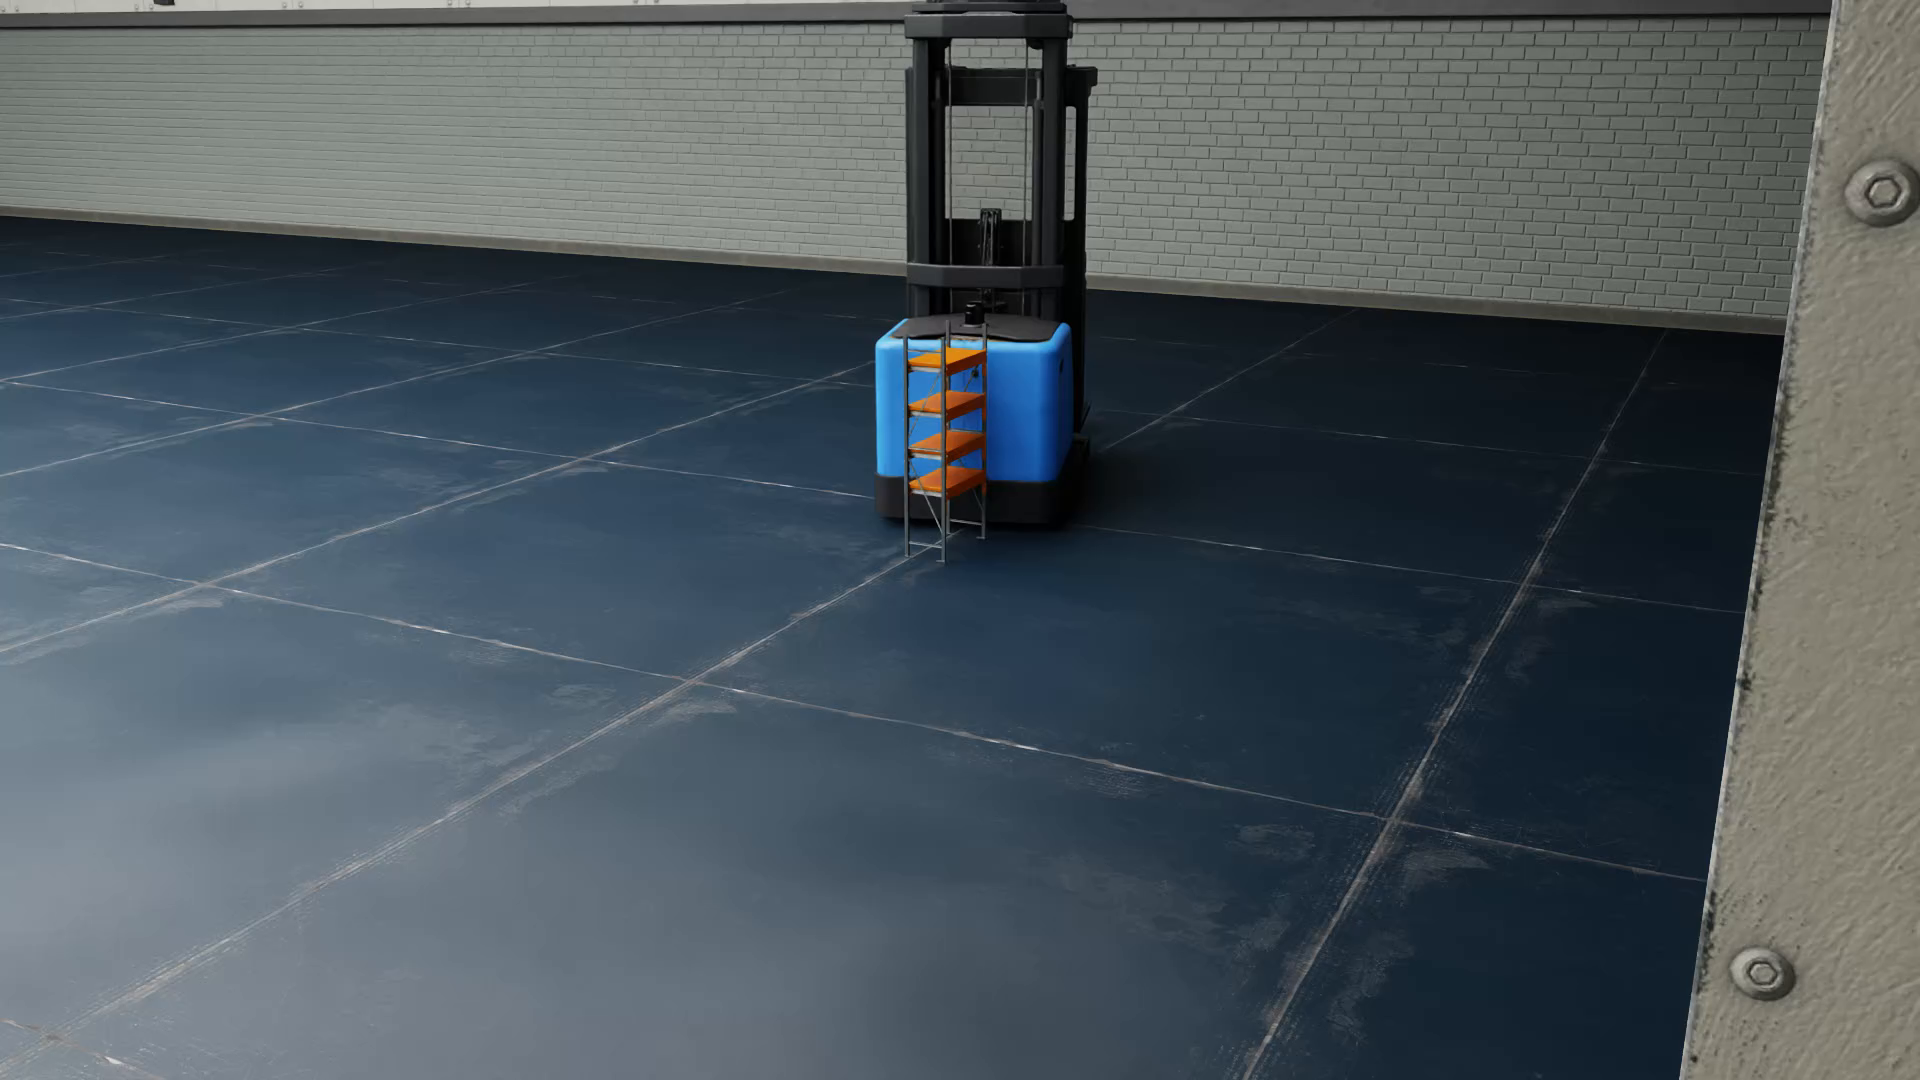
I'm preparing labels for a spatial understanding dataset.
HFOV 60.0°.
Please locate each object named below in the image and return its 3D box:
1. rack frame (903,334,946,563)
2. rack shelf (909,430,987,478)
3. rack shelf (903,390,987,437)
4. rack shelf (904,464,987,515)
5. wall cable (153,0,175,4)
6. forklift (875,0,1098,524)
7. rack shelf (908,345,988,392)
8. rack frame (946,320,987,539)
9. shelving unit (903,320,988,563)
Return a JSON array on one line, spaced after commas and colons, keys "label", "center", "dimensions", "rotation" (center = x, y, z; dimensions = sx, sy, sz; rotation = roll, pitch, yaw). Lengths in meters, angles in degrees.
[{"label": "rack frame", "center": [-0.183, -0.471, 8.680], "dimensions": [0.240, 1.200, 0.015], "rotation": [8, 18, 25]}, {"label": "rack shelf", "center": [-0.074, -0.469, 8.909], "dimensions": [0.258, 0.148, 0.480], "rotation": [8, 18, 25]}, {"label": "rack shelf", "center": [-0.074, -0.683, 8.845], "dimensions": [0.258, 0.148, 0.480], "rotation": [8, 18, 25]}, {"label": "rack shelf", "center": [-0.074, -0.278, 8.965], "dimensions": [0.258, 0.148, 0.480], "rotation": [8, 18, 25]}, {"label": "wall cable", "center": [-10.593, -10.475, 22.691], "dimensions": [2.305, 6.003, 0.169], "rotation": [8, 18, 25]}, {"label": "forklift", "center": [0.256, -1.868, 10.345], "dimensions": [1.130, 2.935, 3.031], "rotation": [3, 17, 9]}, {"label": "rack shelf", "center": [-0.074, -0.910, 8.778], "dimensions": [0.258, 0.148, 0.480], "rotation": [8, 18, 25]}, {"label": "rack frame", "center": [0.035, -0.595, 9.099], "dimensions": [0.240, 1.200, 0.015], "rotation": [8, 18, 25]}, {"label": "shelving unit", "center": [-0.074, -0.533, 8.889], "dimensions": [0.258, 1.200, 0.503], "rotation": [8, 18, 25]}]
